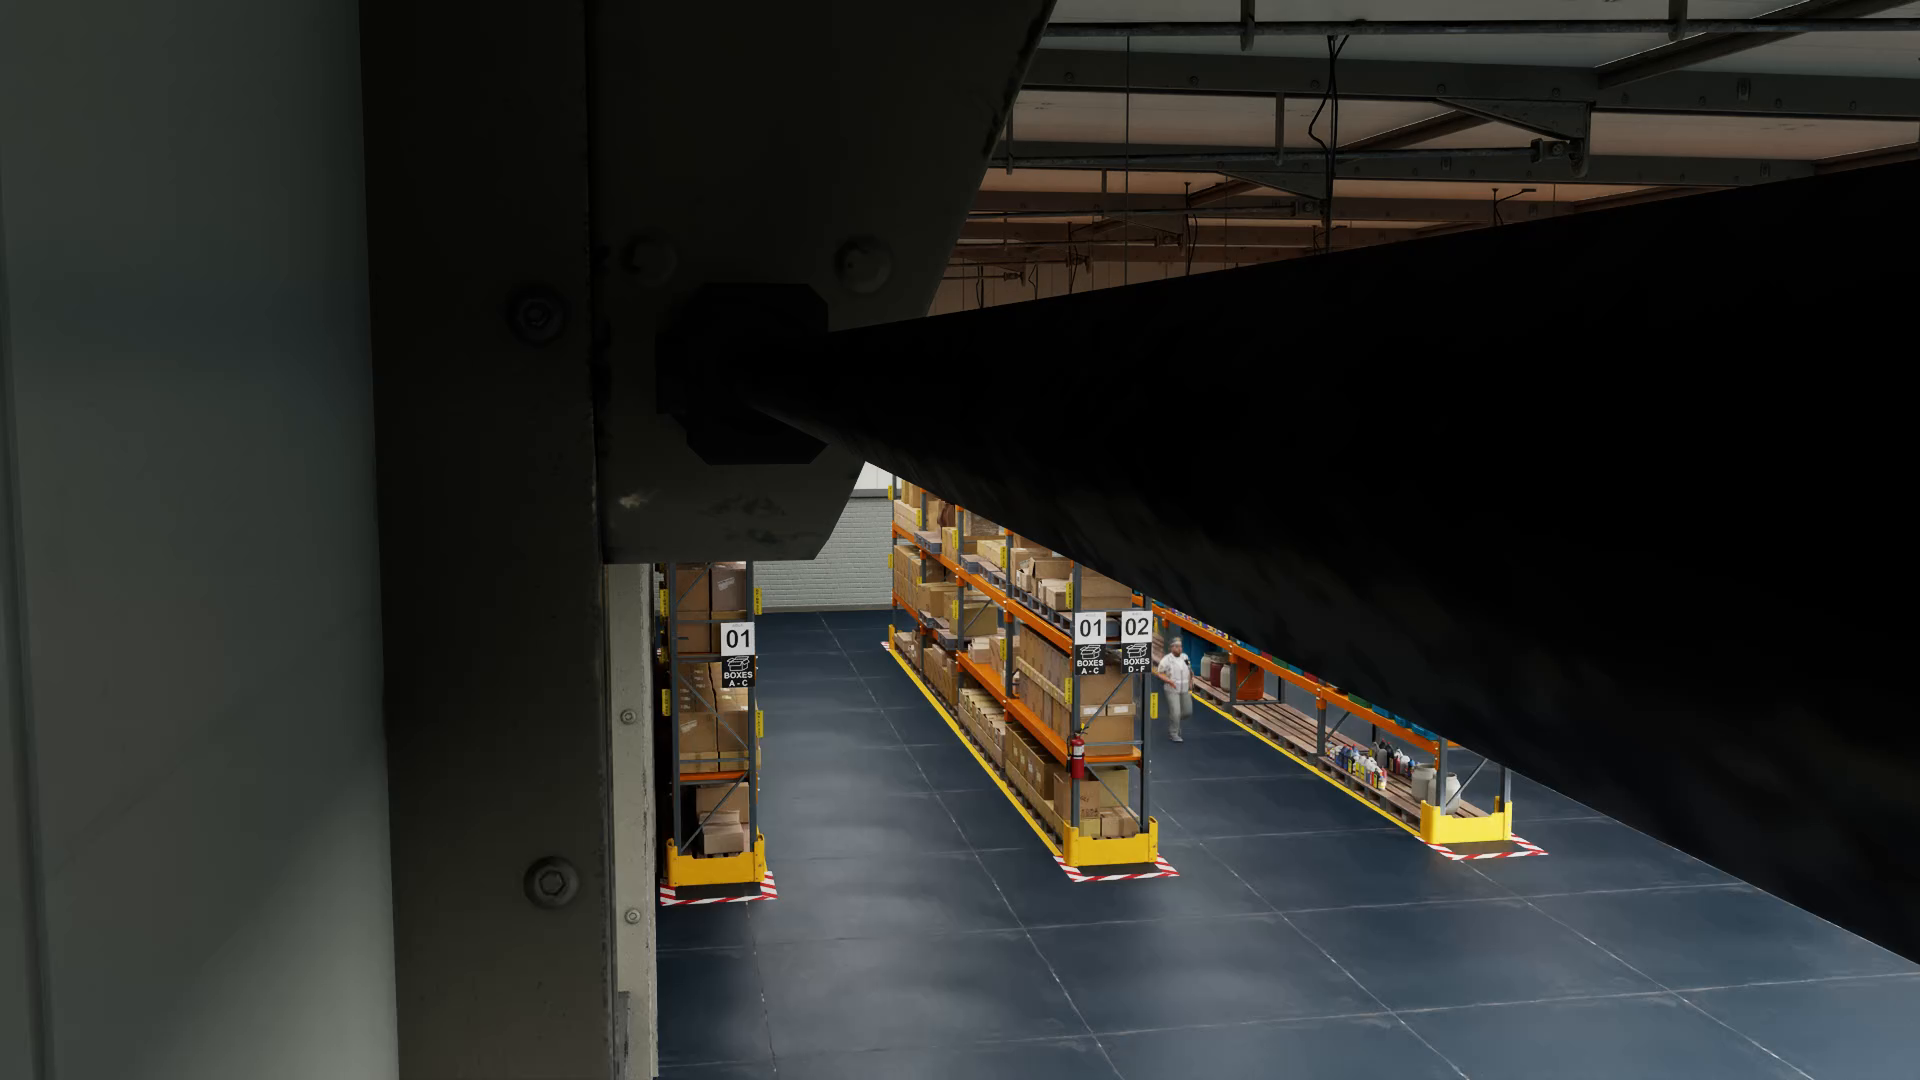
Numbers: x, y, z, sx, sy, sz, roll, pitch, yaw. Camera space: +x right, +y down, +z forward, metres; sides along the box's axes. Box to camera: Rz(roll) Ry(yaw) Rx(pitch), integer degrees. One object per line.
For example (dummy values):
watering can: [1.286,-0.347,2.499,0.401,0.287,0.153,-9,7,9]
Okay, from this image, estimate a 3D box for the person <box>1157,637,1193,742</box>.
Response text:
person: [3.611,2.476,27.682,0.659,1.732,0.622,-2,7,-21]
